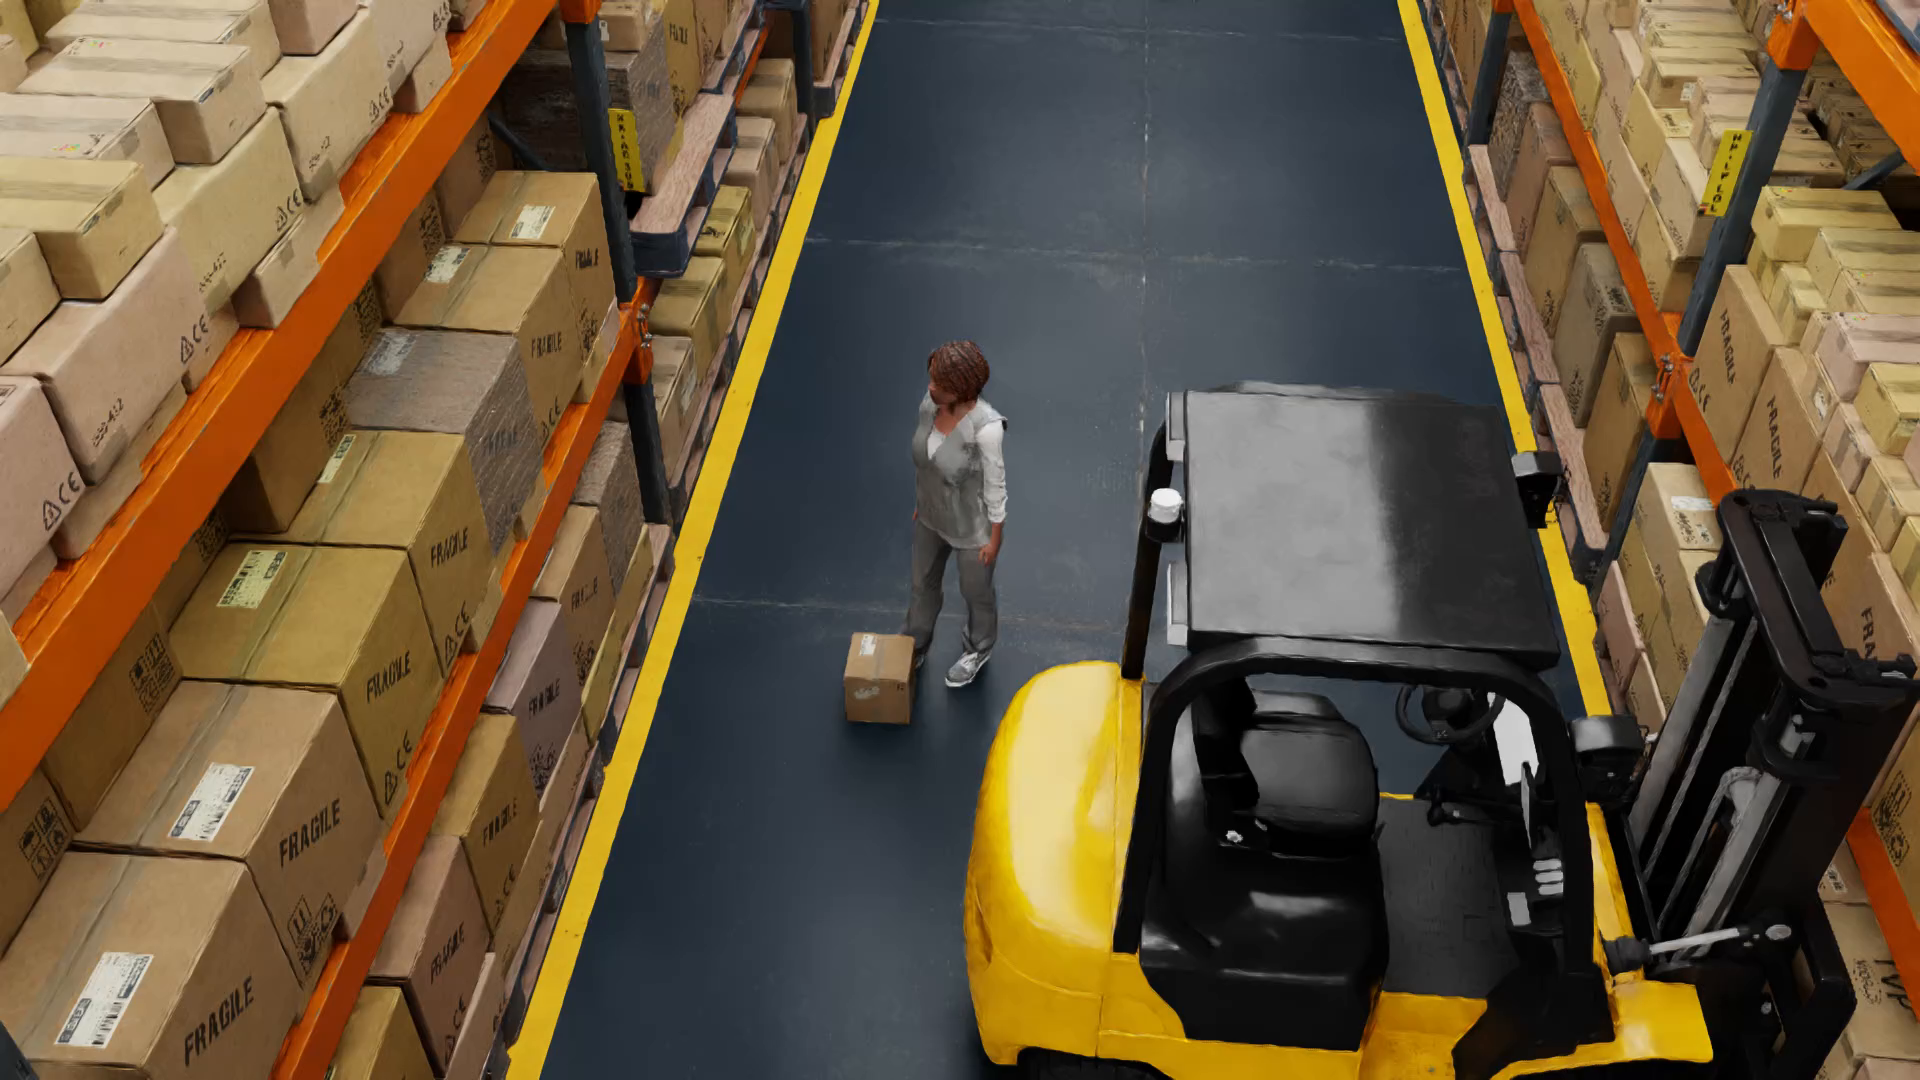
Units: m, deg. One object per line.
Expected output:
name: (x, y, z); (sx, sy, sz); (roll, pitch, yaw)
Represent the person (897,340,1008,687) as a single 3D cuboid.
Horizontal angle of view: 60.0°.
person: (-0.052, -0.040, 6.197); (0.503, 1.602, 0.422); (-31, 50, -31)
